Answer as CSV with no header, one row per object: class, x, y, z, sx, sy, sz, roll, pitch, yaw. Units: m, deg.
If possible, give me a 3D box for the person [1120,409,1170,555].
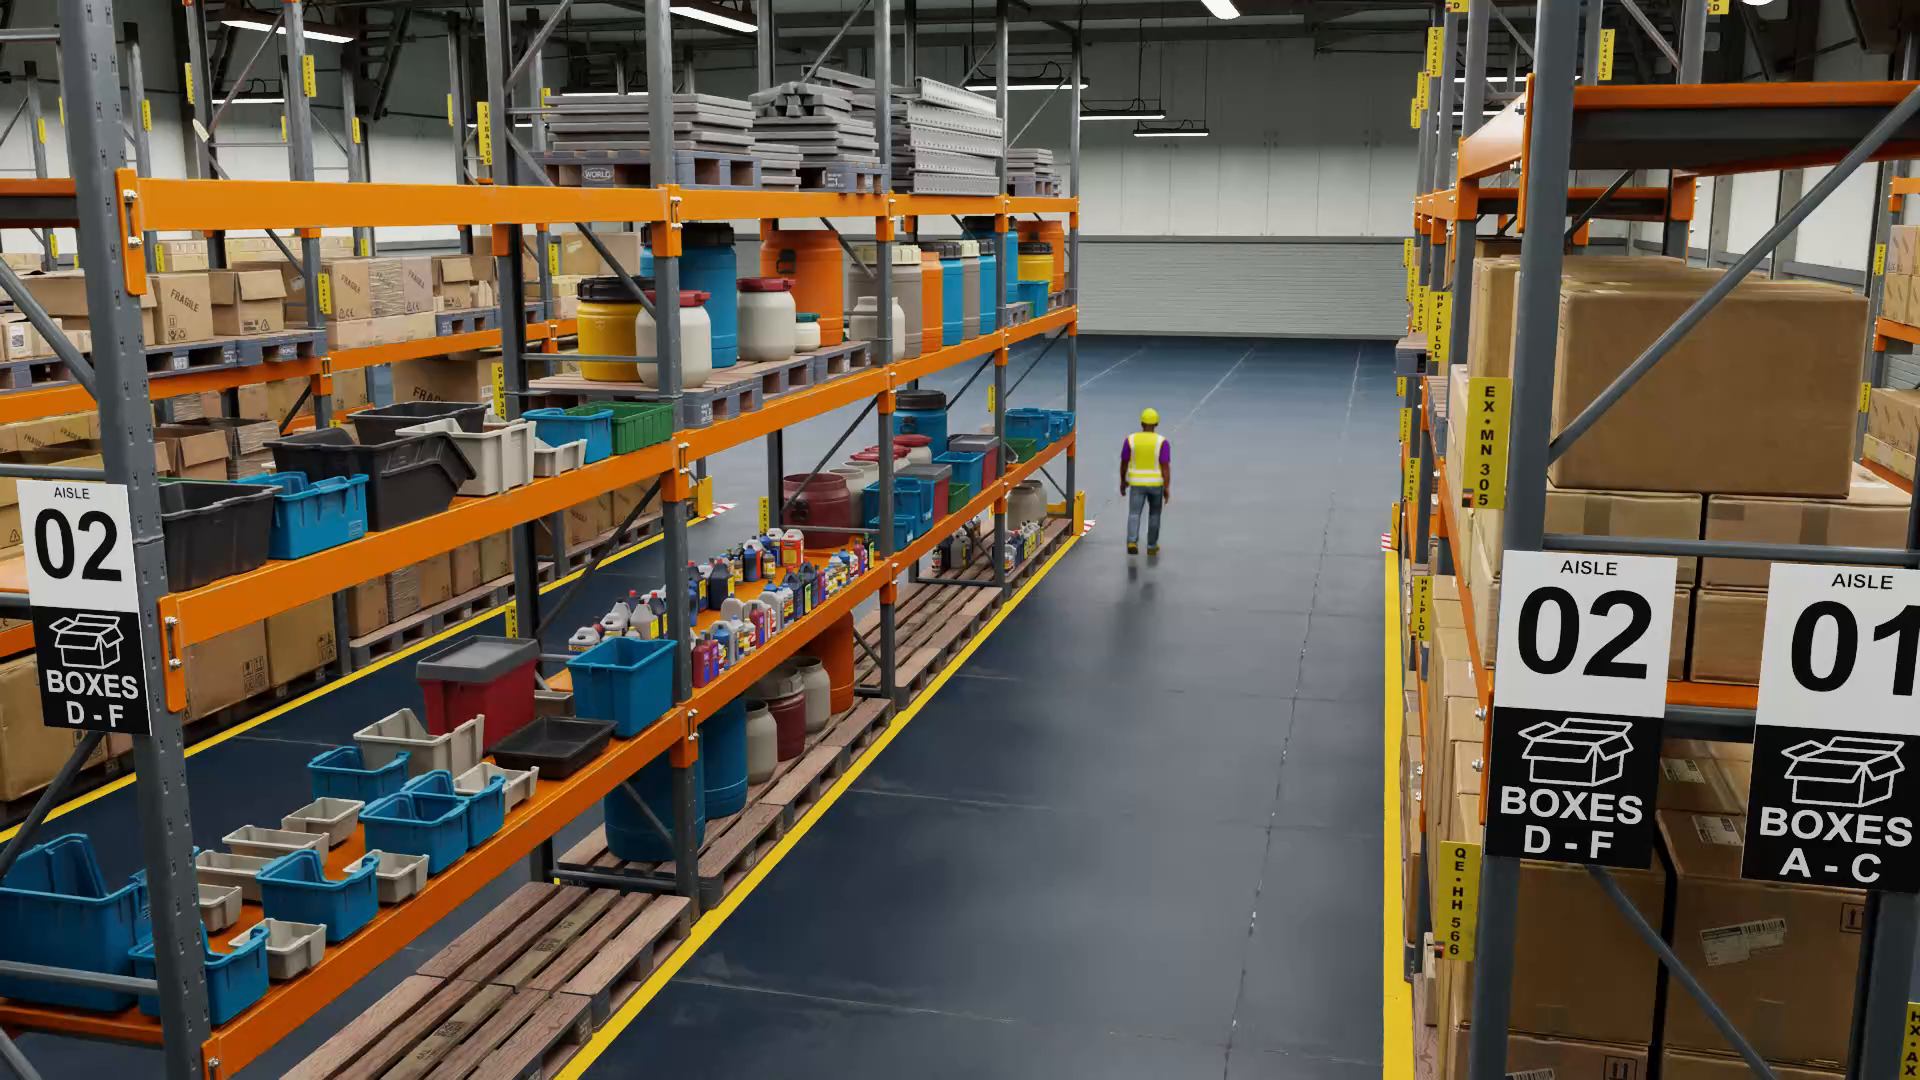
person,2.122,-0.644,19.093,0.582,1.740,0.938,2,12,11
